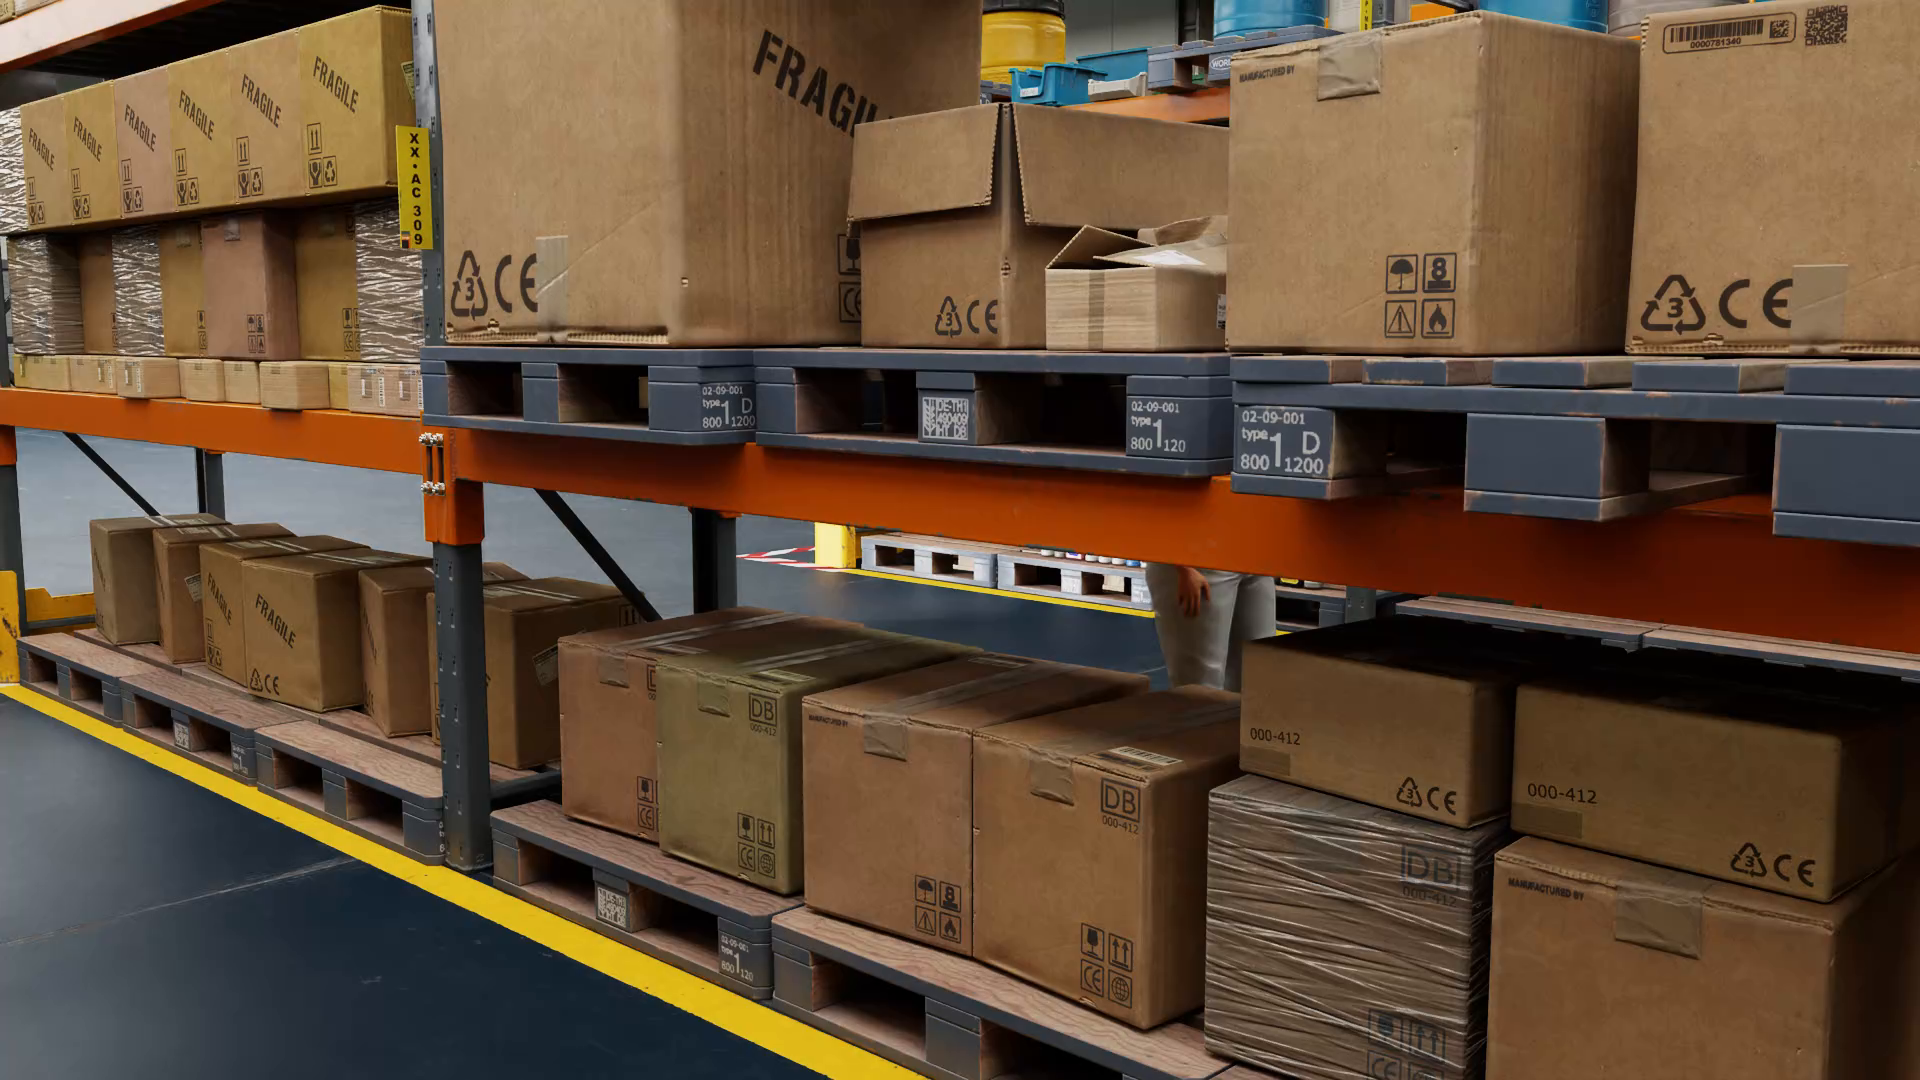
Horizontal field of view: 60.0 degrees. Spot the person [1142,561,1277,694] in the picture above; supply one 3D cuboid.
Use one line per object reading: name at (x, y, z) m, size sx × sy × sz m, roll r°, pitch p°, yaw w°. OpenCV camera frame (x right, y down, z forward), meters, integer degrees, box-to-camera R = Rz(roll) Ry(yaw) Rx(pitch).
person at (0.801, 0.083, 5.078) m, size 0.469 × 1.665 × 0.560 m, roll 6°, pitch 9°, yaw 40°
